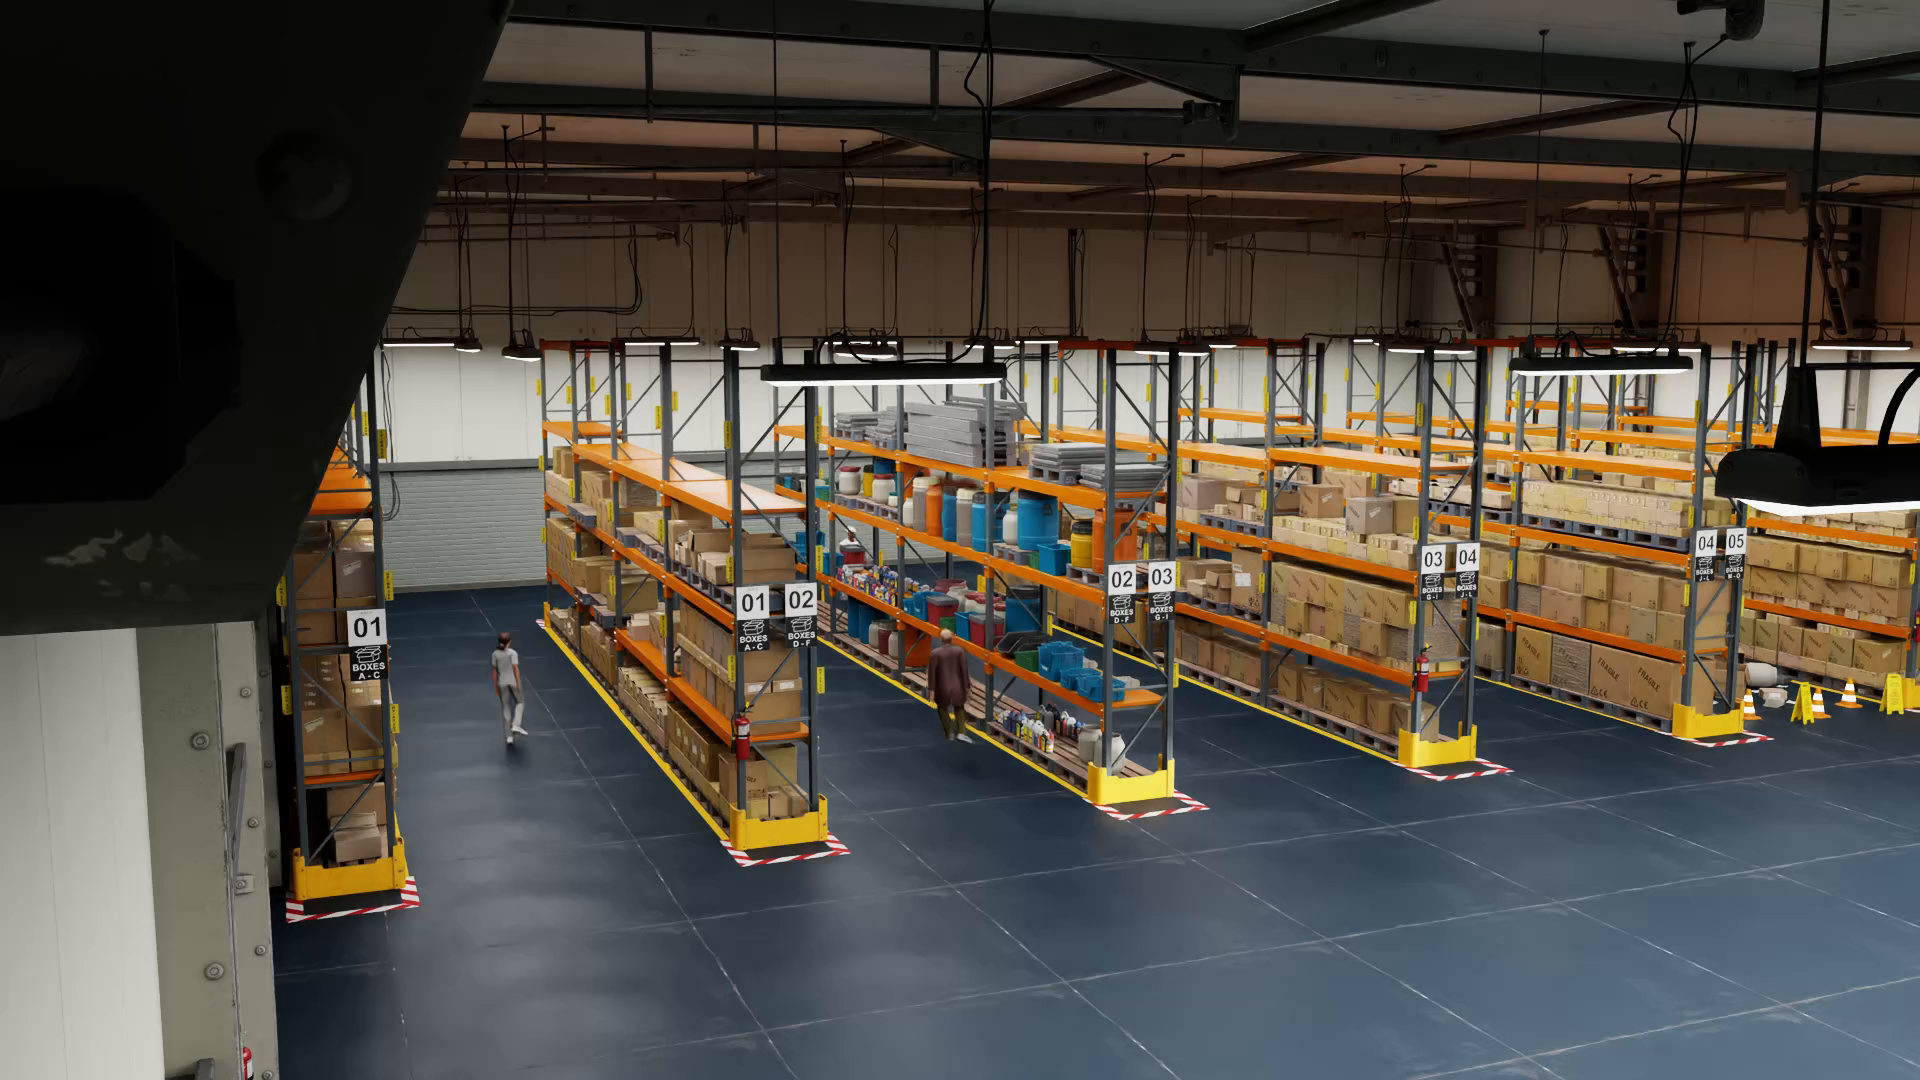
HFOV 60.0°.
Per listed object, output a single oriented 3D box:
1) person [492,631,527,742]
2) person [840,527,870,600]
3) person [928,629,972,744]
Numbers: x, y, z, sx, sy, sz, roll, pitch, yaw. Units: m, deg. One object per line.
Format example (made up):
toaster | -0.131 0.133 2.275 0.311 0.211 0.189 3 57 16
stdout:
person | -6.858 2.220 25.270 0.497 1.659 0.458 -1 8 -10
person | -2.346 0.552 37.697 1.004 1.707 0.591 5 9 35
person | -0.146 2.144 24.190 0.626 1.702 0.602 -2 8 -12
